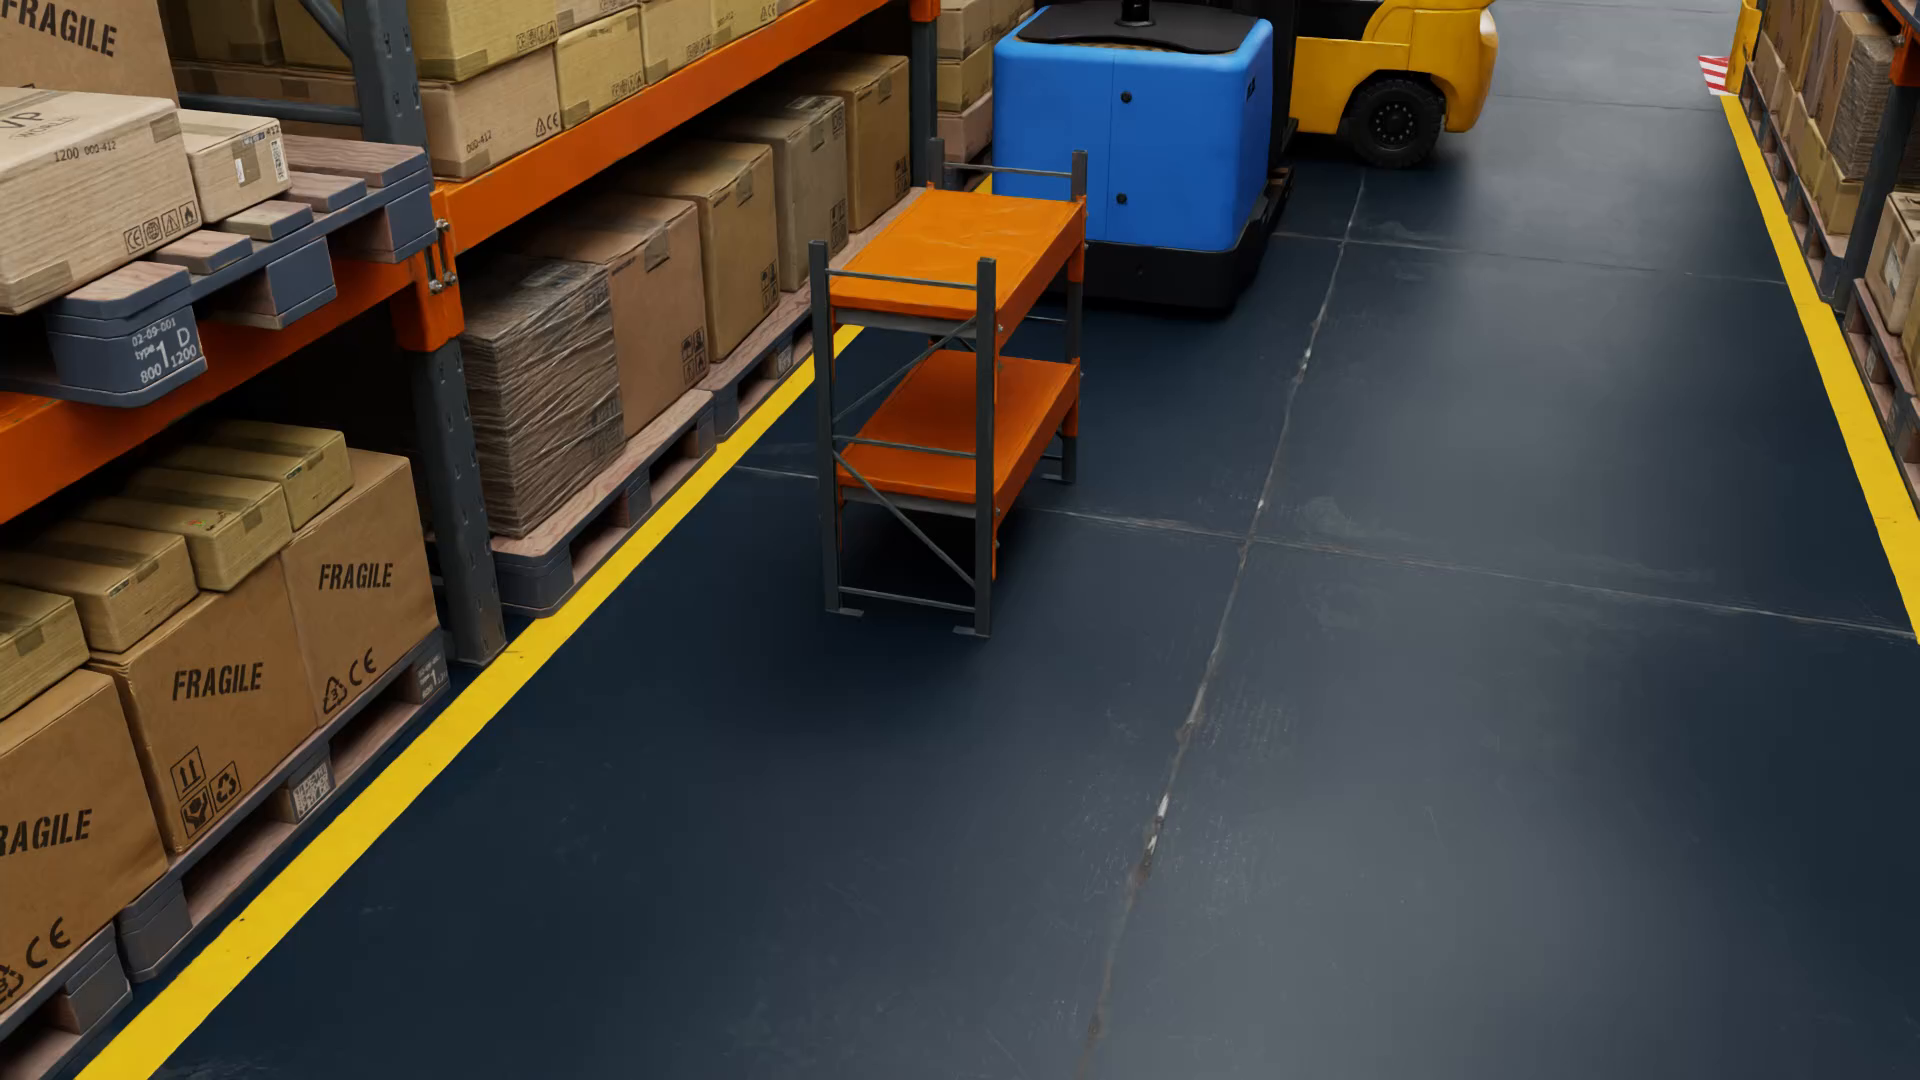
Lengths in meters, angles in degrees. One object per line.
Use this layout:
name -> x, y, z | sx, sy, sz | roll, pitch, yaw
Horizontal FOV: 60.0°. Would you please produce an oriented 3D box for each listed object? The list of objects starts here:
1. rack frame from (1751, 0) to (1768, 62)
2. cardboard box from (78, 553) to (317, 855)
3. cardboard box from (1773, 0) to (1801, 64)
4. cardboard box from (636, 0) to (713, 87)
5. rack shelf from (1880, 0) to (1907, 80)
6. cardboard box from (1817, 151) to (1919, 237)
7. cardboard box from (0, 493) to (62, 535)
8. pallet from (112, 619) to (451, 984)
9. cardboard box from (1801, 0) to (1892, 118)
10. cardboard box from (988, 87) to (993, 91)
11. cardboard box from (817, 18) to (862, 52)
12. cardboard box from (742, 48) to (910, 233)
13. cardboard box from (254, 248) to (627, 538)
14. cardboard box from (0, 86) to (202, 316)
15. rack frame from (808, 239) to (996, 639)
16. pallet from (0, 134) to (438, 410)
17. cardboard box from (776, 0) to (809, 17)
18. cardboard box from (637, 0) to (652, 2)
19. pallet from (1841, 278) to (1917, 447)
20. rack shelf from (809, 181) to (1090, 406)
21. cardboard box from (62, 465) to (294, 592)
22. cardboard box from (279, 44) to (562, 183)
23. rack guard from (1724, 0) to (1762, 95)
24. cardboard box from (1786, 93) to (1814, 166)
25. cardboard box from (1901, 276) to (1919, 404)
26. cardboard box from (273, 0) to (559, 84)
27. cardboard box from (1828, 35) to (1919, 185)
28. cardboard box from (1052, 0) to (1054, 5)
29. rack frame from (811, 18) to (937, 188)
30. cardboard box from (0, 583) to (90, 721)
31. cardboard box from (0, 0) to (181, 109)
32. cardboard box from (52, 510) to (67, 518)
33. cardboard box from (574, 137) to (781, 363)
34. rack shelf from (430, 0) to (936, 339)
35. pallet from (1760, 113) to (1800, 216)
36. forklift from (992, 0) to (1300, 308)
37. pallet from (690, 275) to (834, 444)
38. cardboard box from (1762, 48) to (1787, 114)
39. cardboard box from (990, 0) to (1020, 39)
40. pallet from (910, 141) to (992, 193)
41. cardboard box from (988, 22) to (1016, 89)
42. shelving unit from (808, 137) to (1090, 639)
rack frame -> 5.319, -4.063, 9.468 | 1.000, 3.000, 0.127 | 8, 30, 15
cardboard box -> -1.851, 0.316, 3.736 | 0.500, 0.500, 0.500 | 8, 30, 14
cardboard box -> 4.662, -2.782, 8.791 | 0.500, 0.500, 0.500 | 7, 30, 13
cardboard box -> -1.114, -1.631, 5.250 | 0.500, 0.250, 0.500 | 8, 30, 13
rack shelf -> 4.732, -2.819, 7.972 | 1.077, 0.370, 4.000 | 8, 30, 15
cardboard box -> 4.062, -1.499, 7.255 | 0.500, 0.250, 0.500 | 10, 31, 17
cardboard box -> -2.330, -0.109, 3.832 | 0.380, 0.149, 0.250 | 9, 30, 16
pallet -> -2.030, 0.509, 4.119 | 1.003, 0.211, 1.213 | 8, 30, 15
cardboard box -> 4.358, -2.301, 7.925 | 0.500, 0.500, 0.500 | 10, 31, 18
cardboard box -> -0.008, -2.308, 8.710 | 0.500, 0.250, 0.500 | 8, 30, 14
cardboard box -> -0.642, -2.586, 8.180 | 0.500, 0.250, 0.500 | 9, 30, 16
cardboard box -> -0.744, -1.812, 7.433 | 0.875, 0.625, 0.625 | 10, 31, 17
cardboard box -> -1.579, -0.485, 5.047 | 0.875, 0.625, 0.625 | 9, 30, 16
cardboard box -> -1.775, -0.633, 3.025 | 0.500, 0.250, 0.500 | 7, 30, 13
rack frame -> -0.151, -0.252, 4.546 | 0.500, 1.125, 0.032 | 8, 30, 15
pallet -> -1.907, -0.643, 3.517 | 1.213, 0.211, 1.003 | 8, 30, 15
cardboard box -> -0.816, -2.113, 6.116 | 0.500, 0.250, 0.500 | 9, 30, 15
cardboard box -> -1.092, -1.849, 5.128 | 0.500, 0.250, 0.500 | 8, 30, 14
pallet -> 3.918, -0.623, 6.153 | 1.003, 0.211, 1.213 | 8, 30, 15
rack shelf -> -0.002, -0.744, 4.829 | 0.538, 0.278, 1.000 | 8, 30, 15
cardboard box -> -1.729, -0.029, 3.689 | 0.380, 0.149, 0.250 | 7, 30, 12
cardboard box -> -1.411, -1.157, 4.399 | 0.500, 0.250, 0.500 | 9, 30, 15
rack guard -> 5.297, -2.935, 10.012 | 1.175, 0.500, 0.348 | 8, 30, 15
cardboard box -> 4.362, -1.983, 8.126 | 0.500, 0.250, 0.500 | 9, 30, 16
cardboard box -> 3.786, -0.660, 5.623 | 0.950, 0.372, 0.625 | 10, 31, 18
cardboard box -> -1.388, -1.372, 4.271 | 0.500, 0.250, 0.500 | 8, 30, 15
cardboard box -> 4.062, -1.827, 7.073 | 0.500, 0.500, 0.500 | 8, 30, 14
cardboard box -> 0.290, -2.992, 9.426 | 0.500, 0.250, 0.500 | 8, 30, 15
rack frame -> -0.601, -2.910, 7.396 | 1.000, 3.000, 0.127 | 8, 30, 15
cardboard box -> -1.969, 0.203, 3.272 | 0.380, 0.149, 0.250 | 9, 30, 16
cardboard box -> -2.076, -1.062, 3.538 | 0.500, 0.500, 0.500 | 10, 31, 17
cardboard box -> -2.330, 0.238, 3.875 | 0.500, 0.500, 0.500 | 9, 30, 15
cardboard box -> -1.197, -1.103, 6.158 | 0.875, 0.625, 0.625 | 7, 30, 13
rack shelf -> -1.188, -1.667, 5.900 | 1.077, 0.370, 4.000 | 8, 30, 15
pallet -> 4.665, -1.871, 8.397 | 1.003, 0.211, 1.213 | 8, 30, 15
forklift -> 1.035, -2.930, 7.502 | 1.130, 2.935, 3.031 | 8, 30, 15
pallet -> -1.136, -0.775, 6.426 | 1.003, 0.211, 1.213 | 8, 30, 15
cardboard box -> 4.661, -2.473, 9.007 | 0.500, 0.250, 0.500 | 10, 30, 17
cardboard box -> 0.001, -2.746, 8.468 | 0.500, 0.250, 0.500 | 9, 30, 15
pallet -> -0.328, -2.056, 8.728 | 1.003, 0.211, 1.213 | 8, 30, 15
cardboard box -> -0.018, -2.526, 8.587 | 0.500, 0.250, 0.500 | 8, 30, 15
shelving unit -> -0.002, -0.488, 4.971 | 0.538, 1.125, 1.048 | 8, 30, 15
